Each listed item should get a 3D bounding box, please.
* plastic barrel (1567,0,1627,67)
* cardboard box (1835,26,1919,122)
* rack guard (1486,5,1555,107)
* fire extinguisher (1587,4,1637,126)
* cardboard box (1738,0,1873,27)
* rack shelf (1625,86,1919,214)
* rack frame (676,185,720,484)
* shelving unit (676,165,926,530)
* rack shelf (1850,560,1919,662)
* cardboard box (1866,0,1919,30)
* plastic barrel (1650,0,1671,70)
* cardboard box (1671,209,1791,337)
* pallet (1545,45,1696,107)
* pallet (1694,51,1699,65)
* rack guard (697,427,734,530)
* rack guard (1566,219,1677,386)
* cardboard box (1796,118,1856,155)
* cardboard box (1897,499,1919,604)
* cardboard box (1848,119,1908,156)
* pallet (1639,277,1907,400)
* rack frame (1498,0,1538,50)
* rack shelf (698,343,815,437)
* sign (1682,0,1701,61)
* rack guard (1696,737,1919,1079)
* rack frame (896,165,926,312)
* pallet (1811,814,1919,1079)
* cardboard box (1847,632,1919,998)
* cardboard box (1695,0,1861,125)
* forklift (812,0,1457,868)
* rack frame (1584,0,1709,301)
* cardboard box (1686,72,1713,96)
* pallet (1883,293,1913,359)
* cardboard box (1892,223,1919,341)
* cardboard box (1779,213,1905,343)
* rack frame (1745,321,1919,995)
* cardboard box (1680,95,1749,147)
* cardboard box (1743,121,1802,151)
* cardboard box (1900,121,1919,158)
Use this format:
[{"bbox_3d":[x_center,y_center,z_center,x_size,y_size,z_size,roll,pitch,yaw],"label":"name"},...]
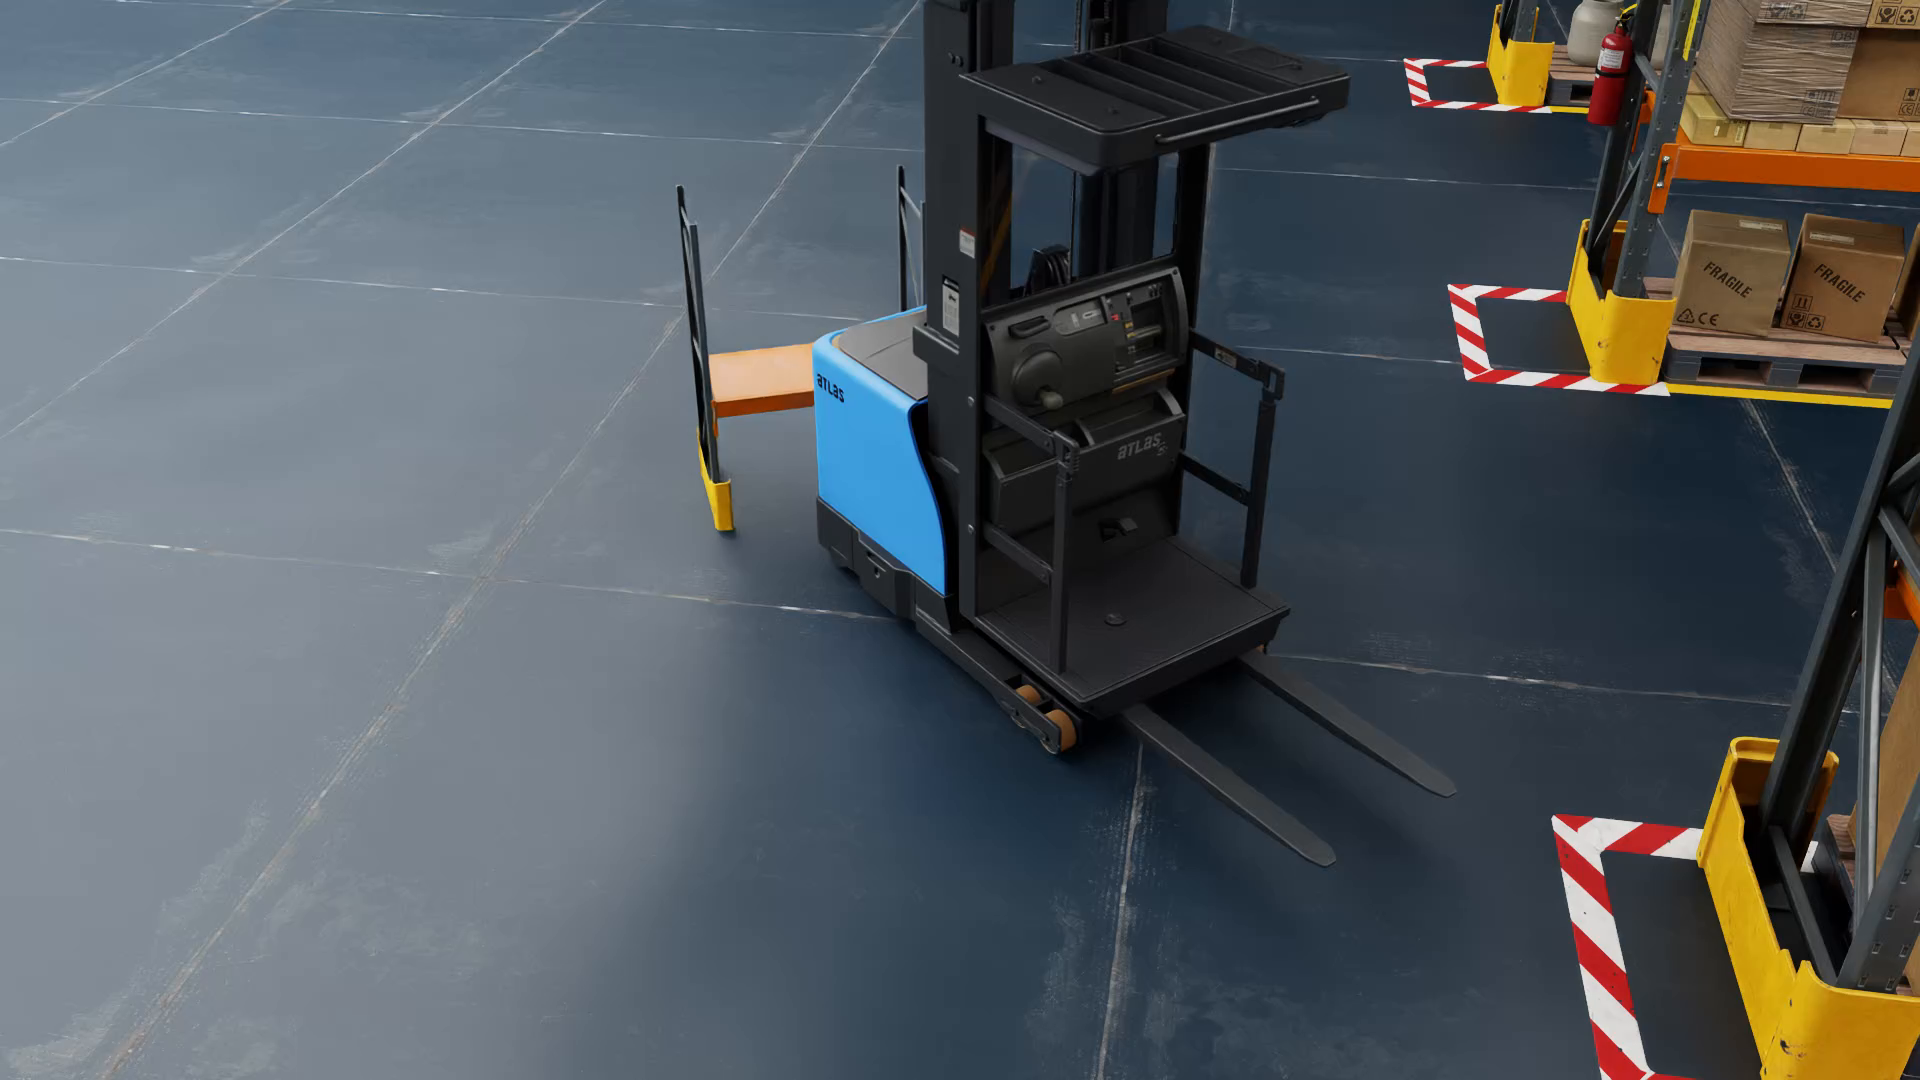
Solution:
[{"bbox_3d":[5.167,-4.132,13.473,0.421,0.512,0.421,0,32,0],"label":"plastic barrel"},{"bbox_3d":[4.723,-2.560,8.638,0.500,0.500,0.875,5,32,8],"label":"cardboard box"},{"bbox_3d":[4.588,-3.986,13.646,0.348,0.500,1.175,5,32,8],"label":"rack guard"},{"bbox_3d":[3.637,-2.655,9.238,0.183,0.674,0.296,5,32,8],"label":"fire extinguisher"},{"bbox_3d":[4.168,-2.838,8.139,0.500,0.500,0.500,5,32,8],"label":"cardboard box"},{"bbox_3d":[5.644,-1.953,8.722,4.000,0.370,1.077,5,32,8],"label":"rack shelf"},{"bbox_3d":[-1.197,-0.832,7.665,0.032,1.500,0.500,-8,33,-13],"label":"rack frame"},{"bbox_3d":[-0.698,-0.903,7.778,1.083,1.500,0.587,-8,33,-13],"label":"shelving unit"},{"bbox_3d":[4.710,0.632,4.592,4.000,0.370,1.077,5,32,8],"label":"rack shelf"},{"bbox_3d":[4.660,-2.789,8.062,0.500,0.500,0.500,5,32,8],"label":"cardboard box"},{"bbox_3d":[5.661,-4.087,13.402,0.421,0.512,0.421,0,32,0],"label":"plastic barrel"},{"bbox_3d":[4.285,-1.491,9.265,0.500,0.500,0.500,11,34,17],"label":"cardboard box"},{"bbox_3d":[5.388,-3.788,13.603,1.213,0.211,1.003,5,32,8],"label":"pallet"},{"bbox_3d":[6.587,-3.678,13.427,1.213,0.211,1.003,5,32,8],"label":"pallet"},{"bbox_3d":[-1.179,-0.304,8.001,0.087,0.250,0.587,-8,33,-13],"label":"rack guard"},{"bbox_3d":[3.747,-1.371,9.469,0.348,0.500,1.175,5,32,8],"label":"rack guard"},{"bbox_3d":[4.400,-2.118,8.543,0.250,0.149,0.380,5,32,8],"label":"cardboard box"},{"bbox_3d":[3.111,0.094,4.631,0.550,0.550,0.875,5,32,8],"label":"cardboard box"},{"bbox_3d":[4.650,-2.106,8.525,0.250,0.149,0.380,5,32,8],"label":"cardboard box"},{"bbox_3d":[4.542,-1.157,9.400,1.213,0.211,1.003,5,32,8],"label":"pallet"},{"bbox_3d":[4.505,-5.027,12.955,0.127,3.000,1.000,5,32,8],"label":"rack frame"},{"bbox_3d":[-0.706,-0.749,7.872,1.000,0.185,0.538,-8,33,-13],"label":"rack shelf"},{"bbox_3d":[3.581,-2.520,8.133,0.005,0.325,0.100,5,32,8],"label":"sign"},{"bbox_3d":[2.714,1.206,5.353,0.348,0.500,1.175,5,32,8],"label":"rack guard"},{"bbox_3d":[-0.215,-0.971,7.888,0.032,1.500,0.500,-8,33,-13],"label":"rack frame"},{"bbox_3d":[3.539,1.361,5.377,1.213,0.211,1.003,5,32,8],"label":"pallet"},{"bbox_3d":[3.418,0.897,5.097,0.875,0.875,0.875,5,32,8],"label":"cardboard box"},{"bbox_3d":[4.210,-2.542,8.609,0.500,0.500,0.875,5,32,8],"label":"cardboard box"},{"bbox_3d":[0.615,-0.712,6.125,1.130,2.935,3.031,-21,38,-30],"label":"forklift"},{"bbox_3d":[3.672,-2.437,8.816,0.127,3.000,1.000,5,32,8],"label":"rack frame"},{"bbox_3d":[3.988,-2.413,9.015,0.250,0.149,0.380,5,32,8],"label":"cardboard box"},{"bbox_3d":[5.741,-1.047,9.224,1.213,0.211,1.003,5,32,8],"label":"pallet"},{"bbox_3d":[5.494,-1.390,9.103,0.500,0.500,0.500,8,33,13],"label":"cardboard box"},{"bbox_3d":[4.880,-1.455,9.208,0.500,0.500,0.500,14,35,21],"label":"cardboard box"},{"bbox_3d":[2.738,0.148,4.686,0.127,3.000,1.000,5,32,8],"label":"rack frame"},{"bbox_3d":[3.913,-2.180,8.643,0.250,0.149,0.380,5,32,8],"label":"cardboard box"},{"bbox_3d":[4.156,-2.148,8.591,0.250,0.149,0.380,5,32,8],"label":"cardboard box"},{"bbox_3d":[4.895,-2.080,8.483,0.250,0.149,0.380,5,32,8],"label":"cardboard box"}]
